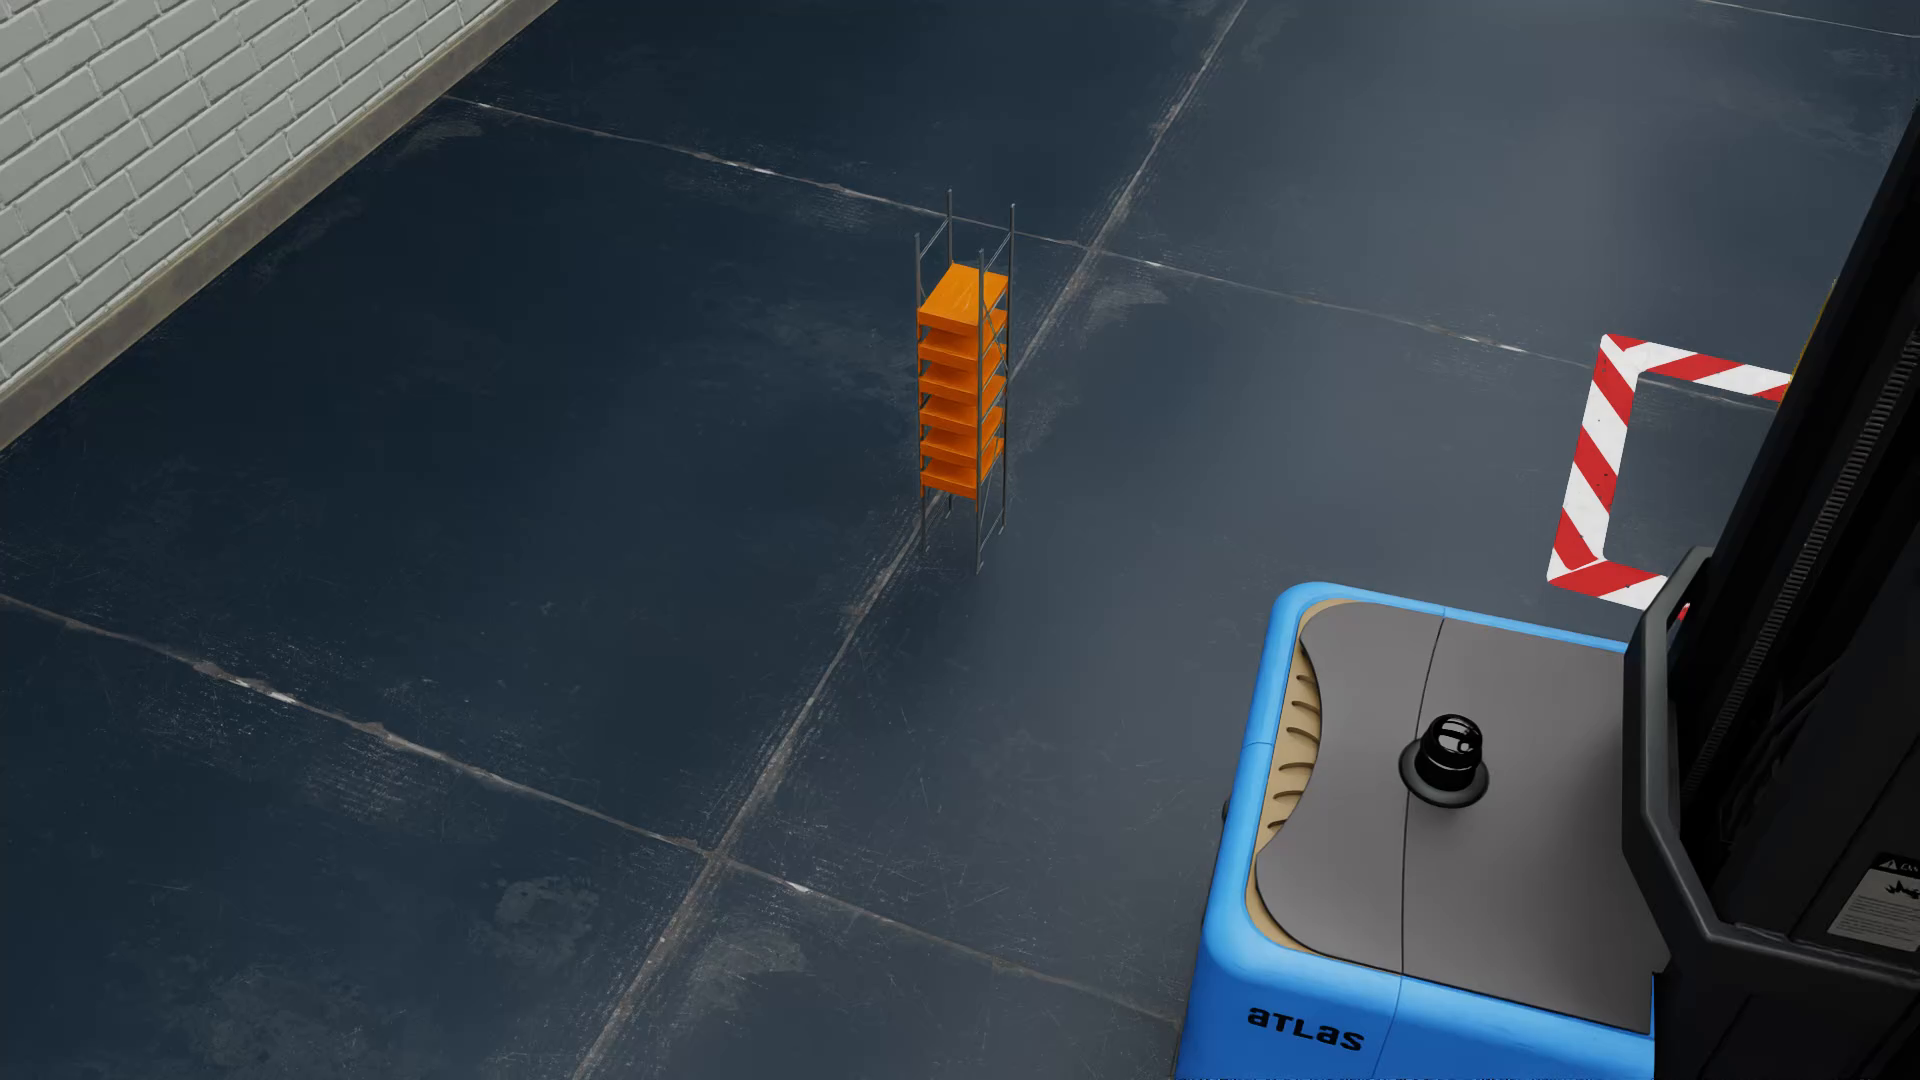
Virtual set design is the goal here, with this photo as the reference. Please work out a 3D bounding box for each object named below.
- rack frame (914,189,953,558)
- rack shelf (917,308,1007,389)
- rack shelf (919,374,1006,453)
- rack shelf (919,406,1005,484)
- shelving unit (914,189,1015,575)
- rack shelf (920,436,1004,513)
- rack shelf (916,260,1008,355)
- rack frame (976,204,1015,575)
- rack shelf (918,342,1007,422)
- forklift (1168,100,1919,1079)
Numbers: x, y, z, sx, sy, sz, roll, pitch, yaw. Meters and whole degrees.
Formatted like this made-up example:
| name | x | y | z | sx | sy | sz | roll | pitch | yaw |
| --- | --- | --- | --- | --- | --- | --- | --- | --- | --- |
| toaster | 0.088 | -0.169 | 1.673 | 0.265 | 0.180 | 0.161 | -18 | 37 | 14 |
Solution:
| name | x | y | z | sx | sy | sz | roll | pitch | yaw |
| --- | --- | --- | --- | --- | --- | --- | --- | --- | --- |
| rack frame | -0.071 | -0.446 | 4.848 | 0.006 | 1.200 | 0.240 | 16 | 47 | 16 |
| rack shelf | 0.013 | -0.560 | 4.685 | 0.180 | 0.103 | 0.258 | 16 | 47 | 16 |
| rack shelf | 0.013 | -0.390 | 4.854 | 0.180 | 0.103 | 0.258 | 16 | 47 | 16 |
| rack shelf | 0.013 | -0.305 | 4.939 | 0.180 | 0.103 | 0.258 | 16 | 47 | 16 |
| shelving unit | 0.013 | -0.421 | 4.823 | 0.189 | 1.200 | 0.258 | 16 | 47 | 16 |
| rack shelf | 0.013 | -0.220 | 5.023 | 0.180 | 0.103 | 0.258 | 16 | 47 | 16 |
| rack shelf | 0.013 | -0.645 | 4.600 | 0.180 | 0.103 | 0.258 | 16 | 47 | 16 |
| rack frame | 0.098 | -0.397 | 4.798 | 0.006 | 1.200 | 0.240 | 16 | 47 | 16 |
| rack shelf | 0.013 | -0.475 | 4.770 | 0.180 | 0.103 | 0.258 | 16 | 47 | 16 |
| forklift | 2.009 | 0.417 | 2.753 | 3.031 | 2.935 | 1.130 | 12 | 46 | 11 |
